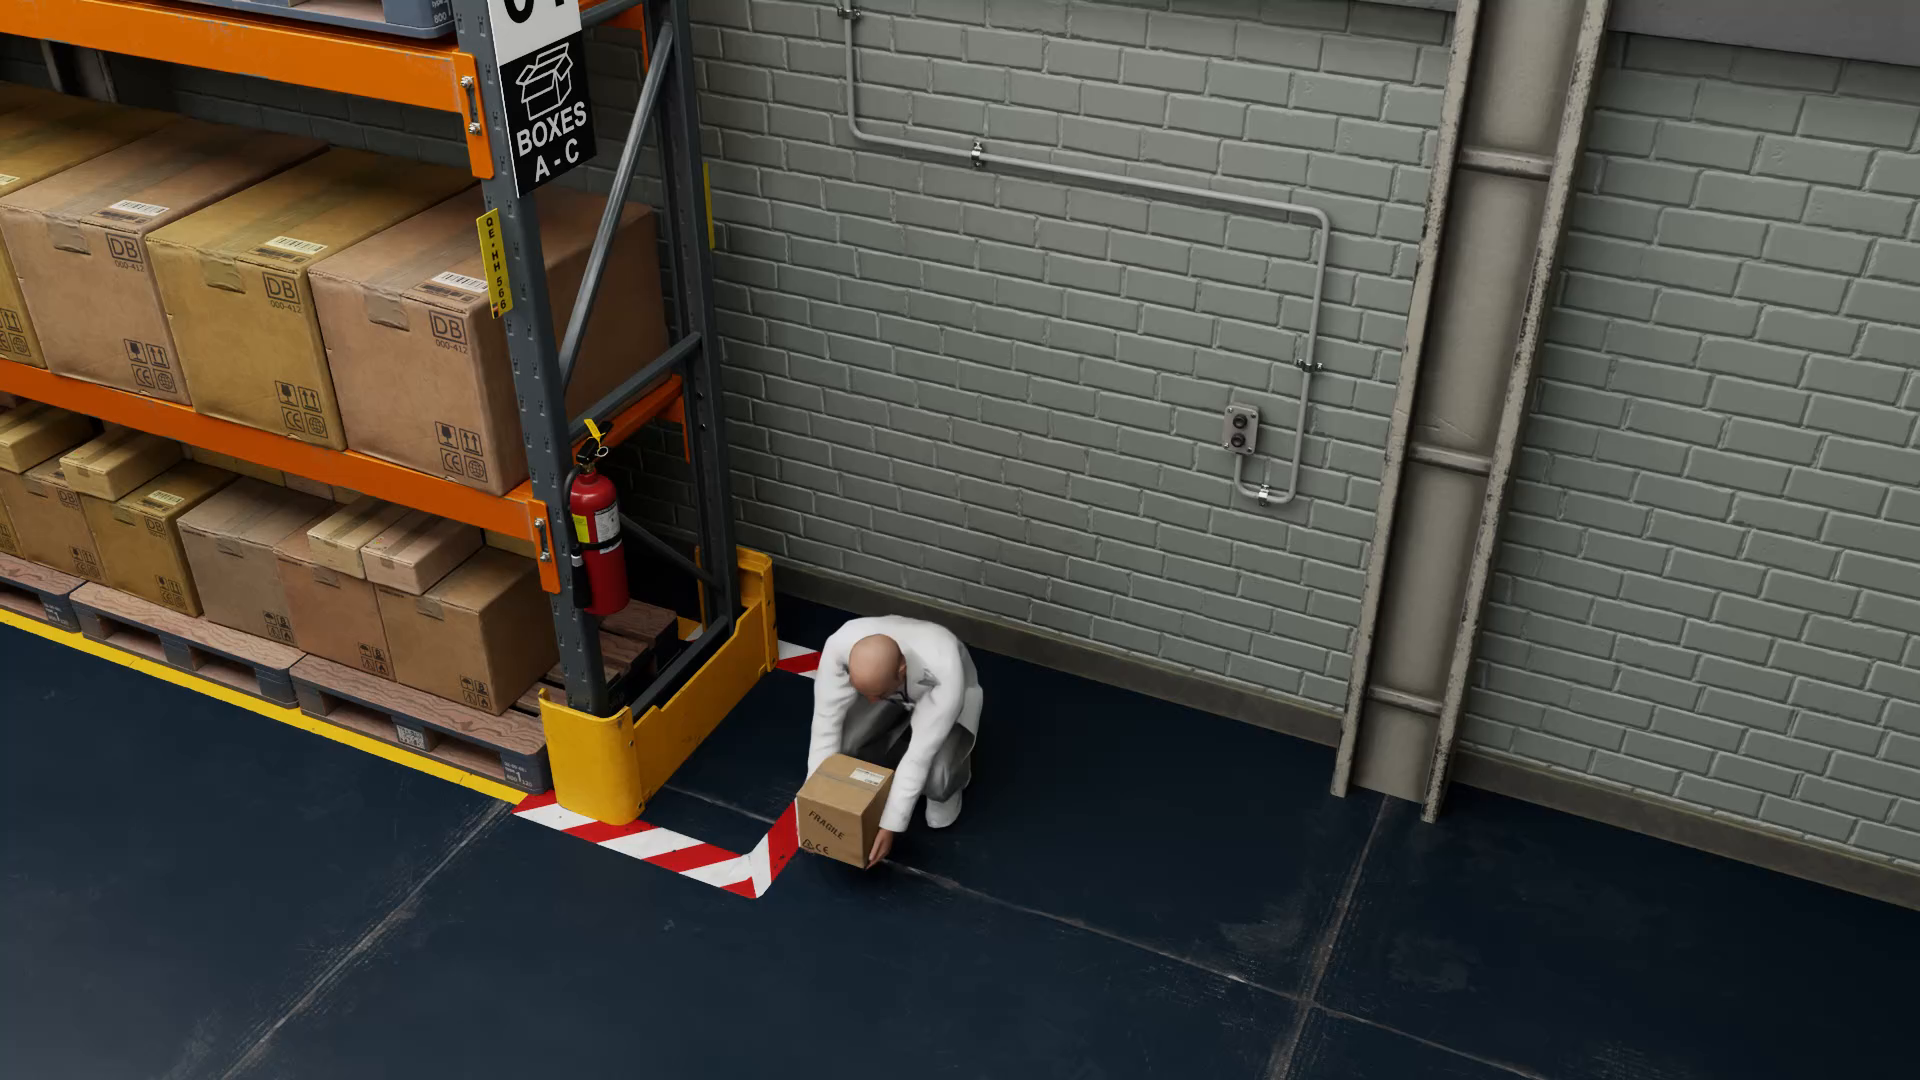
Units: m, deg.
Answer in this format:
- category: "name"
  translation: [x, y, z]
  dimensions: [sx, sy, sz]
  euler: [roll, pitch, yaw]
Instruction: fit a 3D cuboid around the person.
- category: "person"
  translation: [-0.235, 0.615, 5.929]
  dimensions: [0.581, 1.004, 0.920]
  euler: [14, 36, 20]
